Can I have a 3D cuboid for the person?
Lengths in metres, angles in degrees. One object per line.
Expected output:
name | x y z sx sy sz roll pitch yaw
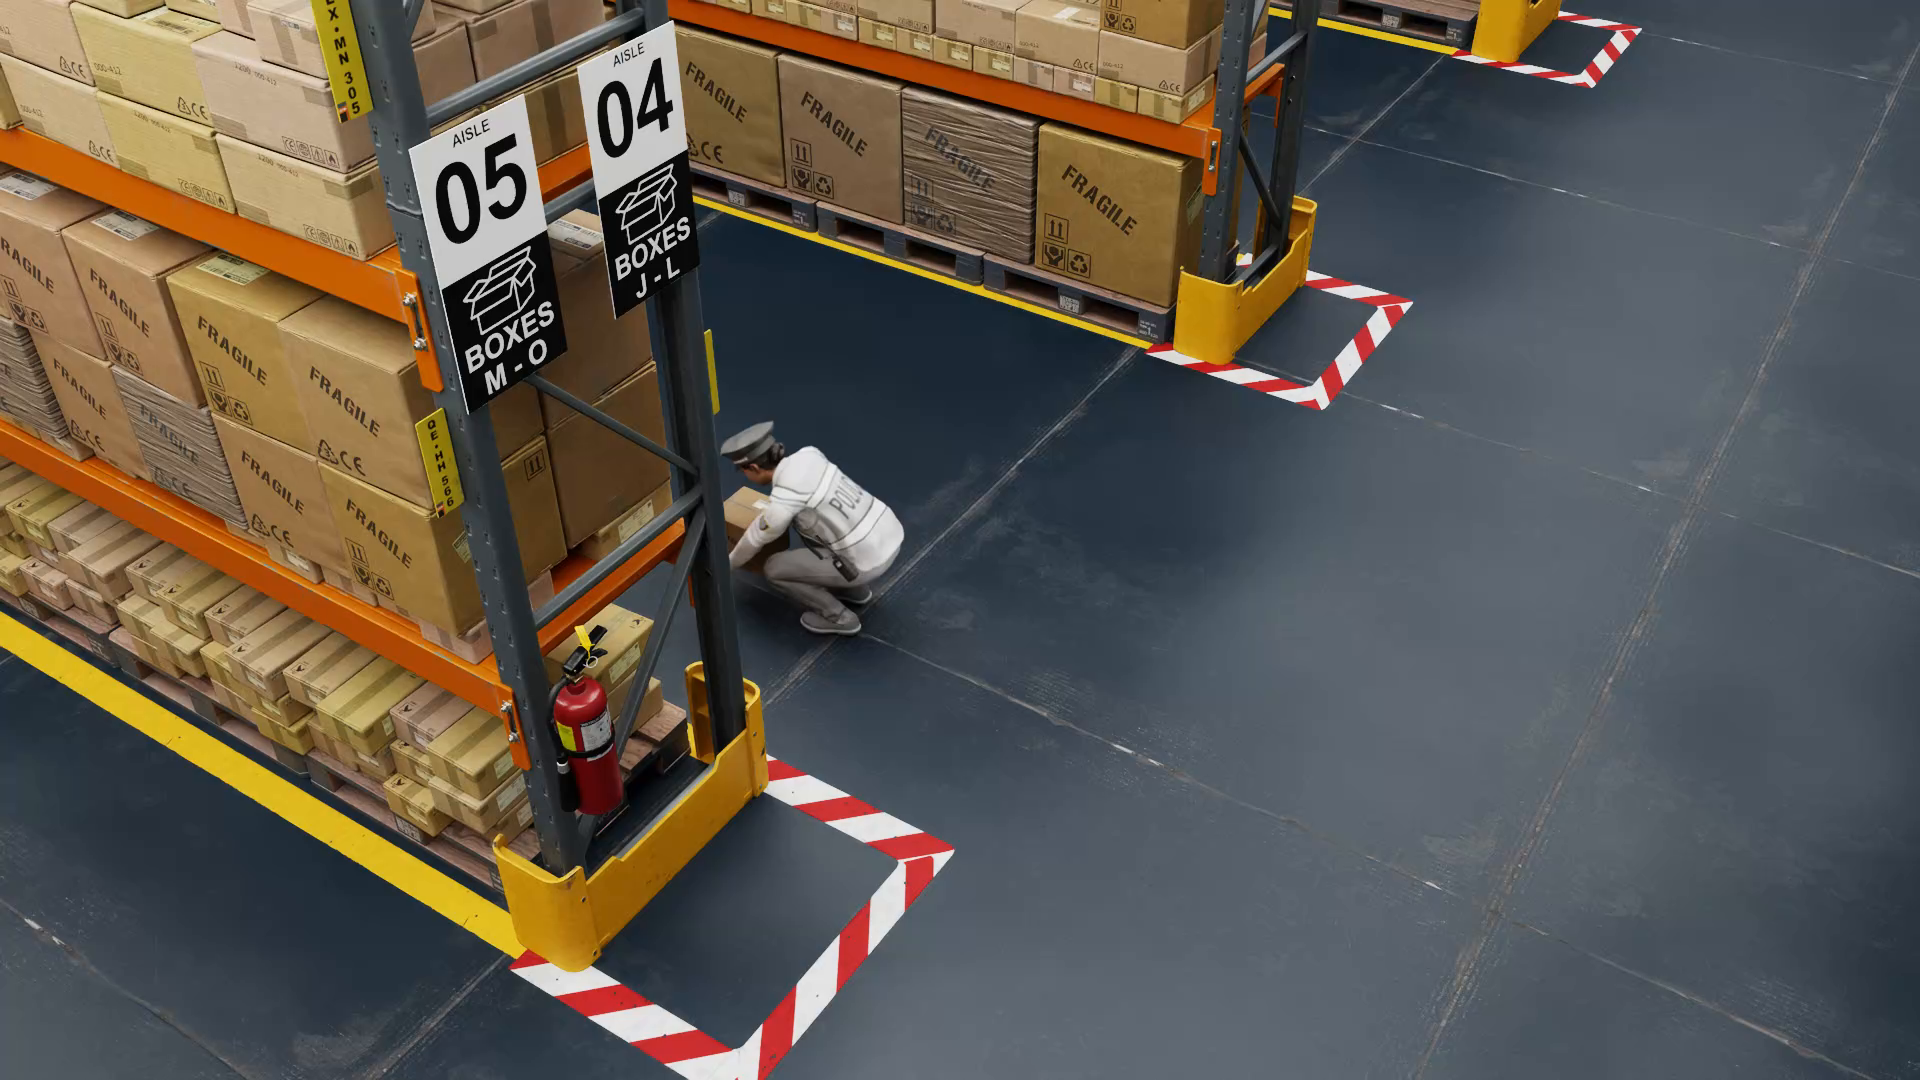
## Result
person | -0.665 -0.084 7.355 0.838 0.968 0.498 15 41 17
